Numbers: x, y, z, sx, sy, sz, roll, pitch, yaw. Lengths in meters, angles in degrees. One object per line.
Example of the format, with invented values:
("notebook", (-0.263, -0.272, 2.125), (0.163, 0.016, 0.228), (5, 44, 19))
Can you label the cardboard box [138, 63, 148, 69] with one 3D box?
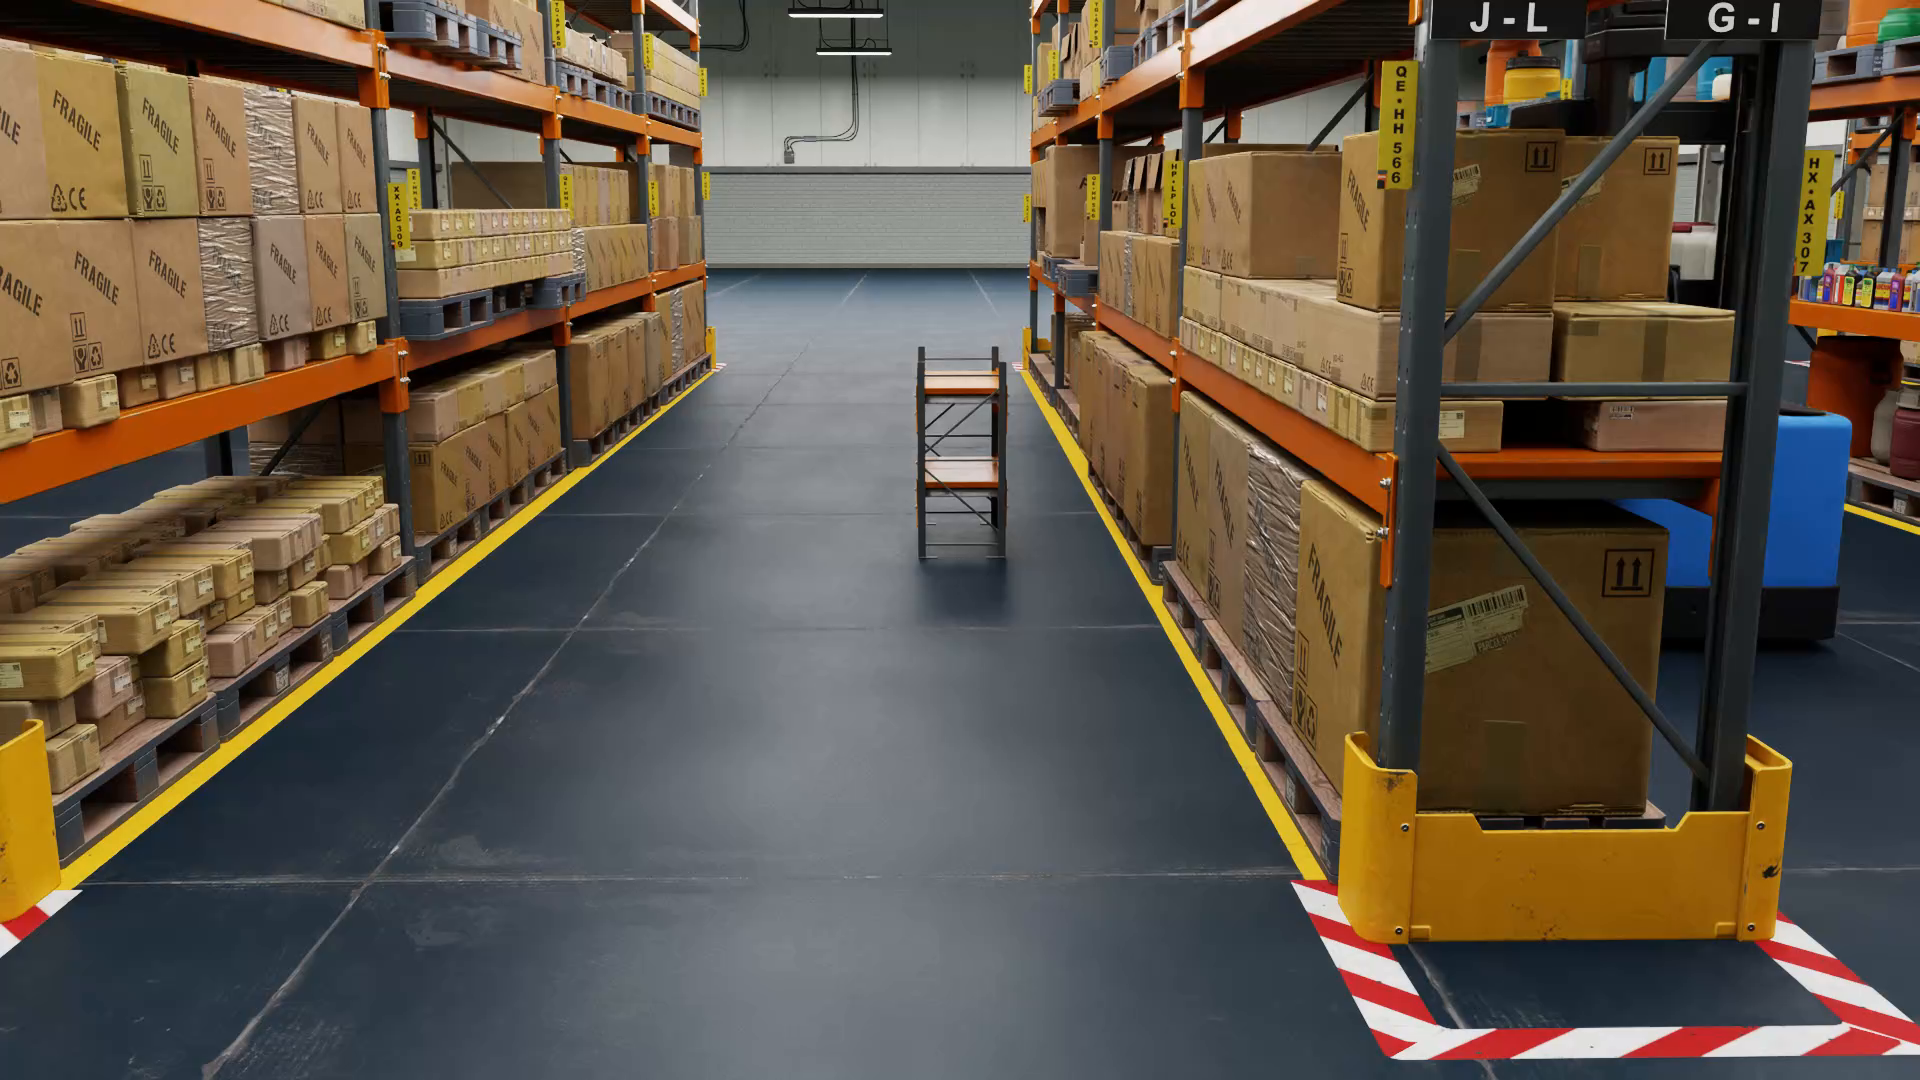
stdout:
("cardboard box", (-8.182, -4.596, 16.253), (0.380, 0.149, 0.250), (0, 11, 1))

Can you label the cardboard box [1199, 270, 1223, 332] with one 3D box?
("cardboard box", (1.359, -1.073, 7.431), (0.500, 0.250, 0.500), (0, 11, -1))

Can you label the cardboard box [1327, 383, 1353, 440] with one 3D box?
("cardboard box", (1.345, -0.396, 5.101), (0.380, 0.149, 0.250), (0, 11, -1))

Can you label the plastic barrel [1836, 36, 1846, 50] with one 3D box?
("plastic barrel", (6.775, -3.597, 12.419), (0.421, 0.512, 0.421), (0, 11, 0))

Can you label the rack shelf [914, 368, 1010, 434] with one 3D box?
("rack shelf", (0.000, -0.837, 9.882), (0.538, 0.278, 1.000), (0, 11, -1))

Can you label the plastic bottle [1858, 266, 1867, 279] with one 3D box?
("plastic bottle", (6.206, -1.744, 11.434), (0.097, 0.271, 0.097), (0, 11, 0))

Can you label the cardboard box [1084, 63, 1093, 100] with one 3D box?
("cardboard box", (1.244, -3.577, 12.981), (0.500, 0.250, 0.500), (0, 11, -1))

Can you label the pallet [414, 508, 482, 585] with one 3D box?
("pallet", (-3.373, 0.019, 9.437), (1.003, 0.211, 1.213), (0, 11, -1))

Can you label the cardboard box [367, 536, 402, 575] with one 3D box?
("cardboard box", (-3.006, 0.075, 8.261), (0.380, 0.149, 0.250), (0, 11, 0))

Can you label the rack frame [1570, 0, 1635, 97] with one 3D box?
("rack frame", (6.392, -5.744, 15.741), (1.000, 3.000, 0.127), (0, 11, -1))

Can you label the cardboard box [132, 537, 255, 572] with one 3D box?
("cardboard box", (-3.092, 0.085, 6.714), (0.380, 0.149, 0.250), (0, 11, -1))

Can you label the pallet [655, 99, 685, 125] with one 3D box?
("pallet", (-3.549, -4.615, 17.940), (1.003, 0.211, 1.213), (0, 11, -1))

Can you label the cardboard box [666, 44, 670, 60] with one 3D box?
("cardboard box", (-3.211, -5.053, 17.194), (0.380, 0.149, 0.250), (0, 11, -1))

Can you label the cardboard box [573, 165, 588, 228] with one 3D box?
("cardboard box", (-3.462, -2.819, 13.645), (0.700, 0.500, 0.500), (0, 11, -2))

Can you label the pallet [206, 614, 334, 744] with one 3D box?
("pallet", (-3.278, 0.550, 6.818), (1.003, 0.211, 1.213), (0, 11, -1))

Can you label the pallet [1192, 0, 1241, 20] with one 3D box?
("pallet", (1.612, -2.458, 7.307), (1.003, 0.211, 1.213), (0, 11, -1))

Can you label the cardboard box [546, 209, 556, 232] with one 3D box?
("cardboard box", (-2.961, -2.165, 11.267), (0.380, 0.149, 0.250), (0, 11, 1))

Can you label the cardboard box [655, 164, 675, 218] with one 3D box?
("cardboard box", (-3.495, -3.677, 17.544), (0.875, 0.550, 0.550), (0, 11, -1))

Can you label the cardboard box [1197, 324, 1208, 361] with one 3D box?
("cardboard box", (1.291, -0.906, 7.611), (0.380, 0.149, 0.250), (0, 11, 1))

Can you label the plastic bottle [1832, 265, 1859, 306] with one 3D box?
("plastic bottle", (6.170, -1.769, 11.546), (0.152, 0.276, 0.135), (0, 11, -1))

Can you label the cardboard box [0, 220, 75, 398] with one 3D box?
("cardboard box", (-3.006, -0.683, 4.884), (0.500, 0.500, 0.500), (0, 11, 2))

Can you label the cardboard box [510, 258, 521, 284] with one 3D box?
("cardboard box", (-2.938, -1.666, 10.302), (0.380, 0.149, 0.250), (-1, 11, -4))

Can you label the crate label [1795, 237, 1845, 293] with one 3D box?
("crate label", (6.725, -2.225, 13.393), (0.502, 0.435, 0.616), (0, 11, -1))

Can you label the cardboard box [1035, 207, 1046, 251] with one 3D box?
("cardboard box", (1.342, -3.664, 19.577), (0.875, 0.500, 0.500), (0, 11, -1))

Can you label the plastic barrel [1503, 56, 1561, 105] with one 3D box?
("plastic barrel", (6.460, -5.141, 18.783), (0.600, 0.588, 0.600), (0, 11, 0))

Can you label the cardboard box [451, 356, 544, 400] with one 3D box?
("cardboard box", (-3.140, -1.102, 11.289), (0.500, 0.250, 0.500), (0, 11, 0))

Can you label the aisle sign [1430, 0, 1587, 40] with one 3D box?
("aisle sign", (1.390, -1.657, 4.144), (0.394, 0.787, 0.004), (0, 11, -1))

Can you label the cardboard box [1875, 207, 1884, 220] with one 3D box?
("cardboard box", (11.063, -3.855, 19.631), (0.380, 0.149, 0.250), (-1, 11, -3))

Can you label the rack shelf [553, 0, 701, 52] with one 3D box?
("rack shelf", (-3.562, -5.573, 17.710), (1.077, 0.370, 4.000), (0, 11, -1))

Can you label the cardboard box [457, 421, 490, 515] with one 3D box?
("cardboard box", (-3.118, -0.427, 9.851), (0.500, 0.500, 0.500), (0, 11, 1))

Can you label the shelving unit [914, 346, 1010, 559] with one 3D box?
("shelving unit", (0.000, -0.550, 9.941), (0.538, 1.125, 1.048), (0, 11, -1))

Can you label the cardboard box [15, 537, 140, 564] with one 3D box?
("cardboard box", (-3.549, 0.087, 6.706), (0.380, 0.149, 0.250), (0, 11, -1))

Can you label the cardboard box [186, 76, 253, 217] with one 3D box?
("cardboard box", (-3.036, -1.478, 6.288), (0.500, 0.500, 0.500), (-1, 11, -3))

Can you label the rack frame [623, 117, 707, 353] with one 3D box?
("rack frame", (-3.603, -3.579, 20.155), (1.000, 3.000, 0.127), (0, 11, -1))

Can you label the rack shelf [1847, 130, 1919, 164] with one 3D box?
("rack shelf", (11.303, -4.339, 18.167), (1.077, 0.370, 4.000), (0, 11, -1))

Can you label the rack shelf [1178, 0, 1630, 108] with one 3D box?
("rack shelf", (1.647, -1.914, 6.212), (1.077, 0.370, 4.000), (0, 11, -1))

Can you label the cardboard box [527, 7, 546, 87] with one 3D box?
("cardboard box", (-3.172, -3.395, 11.454), (0.500, 0.500, 0.500), (0, 11, -1))

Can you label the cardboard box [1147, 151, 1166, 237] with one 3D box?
("cardboard box", (1.553, -2.121, 10.196), (0.797, 0.503, 0.637), (0, 11, 1))

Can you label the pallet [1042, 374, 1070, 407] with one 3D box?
("pallet", (1.391, -1.551, 17.172), (1.003, 0.211, 1.213), (0, 11, -1))

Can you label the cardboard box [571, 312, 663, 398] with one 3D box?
("cardboard box", (-3.418, -1.764, 15.811), (1.050, 0.750, 0.750), (0, 11, -1))

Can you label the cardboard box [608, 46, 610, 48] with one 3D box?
("cardboard box", (-3.872, -5.098, 17.420), (0.380, 0.149, 0.250), (0, 11, -2))

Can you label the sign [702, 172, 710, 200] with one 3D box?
("sign", (-3.060, -4.262, 20.014), (0.100, 0.325, 0.005), (0, 11, -1))

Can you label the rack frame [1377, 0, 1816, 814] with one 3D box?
("rack frame", (1.688, -0.398, 4.479), (1.000, 3.000, 0.127), (0, 11, -1))

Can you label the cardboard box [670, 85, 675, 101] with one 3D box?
("cardboard box", (-3.216, -4.712, 17.522), (0.380, 0.149, 0.250), (0, 11, -1))

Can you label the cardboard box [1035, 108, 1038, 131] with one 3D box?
("cardboard box", (1.126, -4.776, 18.890), (0.500, 0.250, 0.500), (0, 11, -2))

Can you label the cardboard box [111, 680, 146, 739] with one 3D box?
("cardboard box", (-3.063, 0.587, 5.737), (0.380, 0.149, 0.250), (0, 11, -1))

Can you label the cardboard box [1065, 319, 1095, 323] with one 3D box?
("cardboard box", (1.395, -2.192, 18.552), (0.500, 0.500, 0.500), (1, 11, 4))

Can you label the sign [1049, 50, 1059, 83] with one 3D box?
("sign", (0.898, -4.504, 15.869), (0.100, 0.325, 0.005), (0, 11, -1))

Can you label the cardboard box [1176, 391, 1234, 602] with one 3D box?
("cardboard box", (1.539, -0.227, 7.920), (0.875, 0.875, 0.875), (0, 11, -1))

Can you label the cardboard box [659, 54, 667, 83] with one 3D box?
("cardboard box", (-3.263, -4.779, 16.850), (0.500, 0.250, 0.500), (0, 11, -2))

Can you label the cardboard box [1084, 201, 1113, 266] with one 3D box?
("cardboard box", (1.360, -2.461, 13.339), (0.700, 0.500, 0.500), (1, 12, 7))

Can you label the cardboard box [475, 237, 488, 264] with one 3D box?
("cardboard box", (-2.923, -1.657, 9.507), (0.380, 0.149, 0.250), (-1, 11, -4))

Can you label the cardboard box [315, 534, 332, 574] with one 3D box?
("cardboard box", (-3.083, 0.071, 7.532), (0.380, 0.149, 0.250), (0, 11, -1))

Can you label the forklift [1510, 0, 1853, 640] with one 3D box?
("forklift", (3.489, -1.220, 8.701), (1.130, 2.935, 3.031), (0, 11, 1))

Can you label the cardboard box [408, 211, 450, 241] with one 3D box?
("cardboard box", (-2.903, -1.648, 8.716), (0.380, 0.149, 0.250), (0, 11, 2))
